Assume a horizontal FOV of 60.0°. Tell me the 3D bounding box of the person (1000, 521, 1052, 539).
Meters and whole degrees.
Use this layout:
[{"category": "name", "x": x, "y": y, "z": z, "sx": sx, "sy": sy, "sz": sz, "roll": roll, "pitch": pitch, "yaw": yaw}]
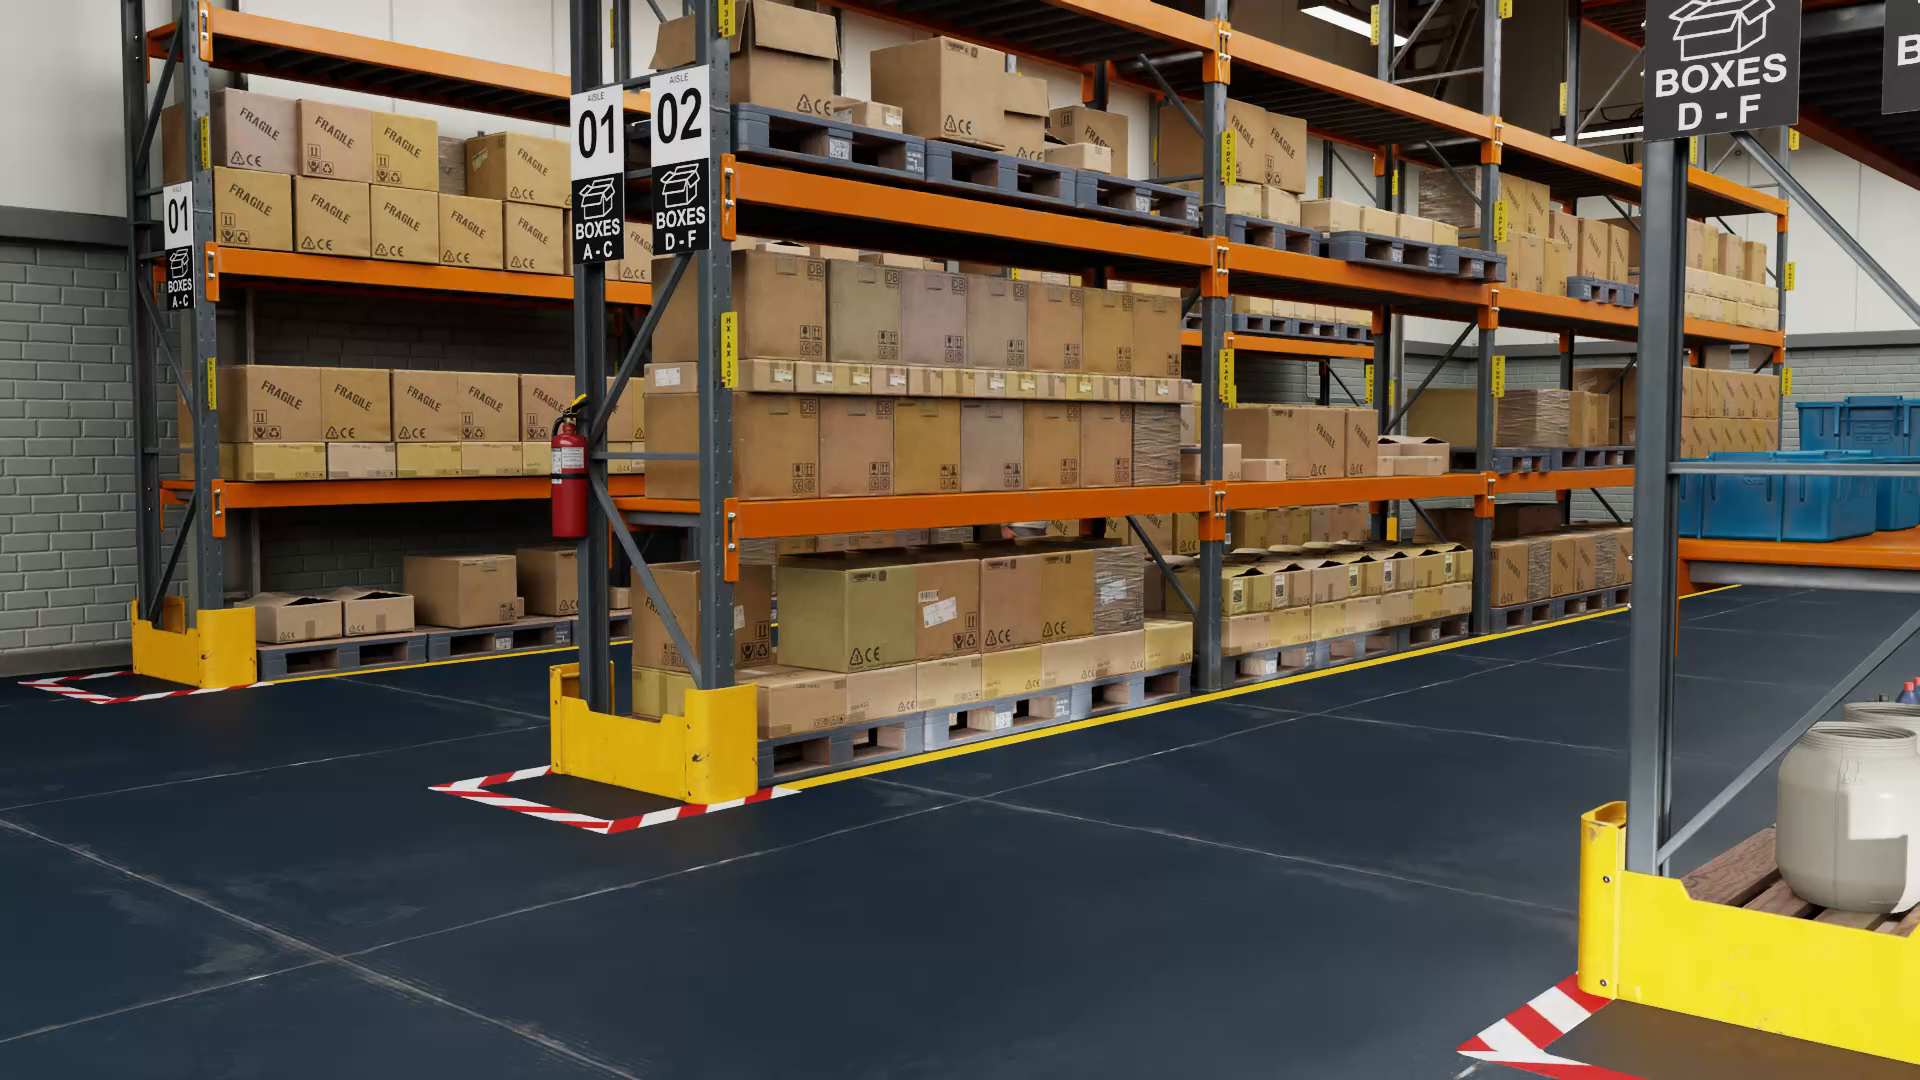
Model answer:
[{"category": "person", "x": 0.612, "y": -0.096, "z": 12.902, "sx": 0.590, "sy": 1.766, "sz": 0.575, "roll": 2, "pitch": 4, "yaw": 30}]
